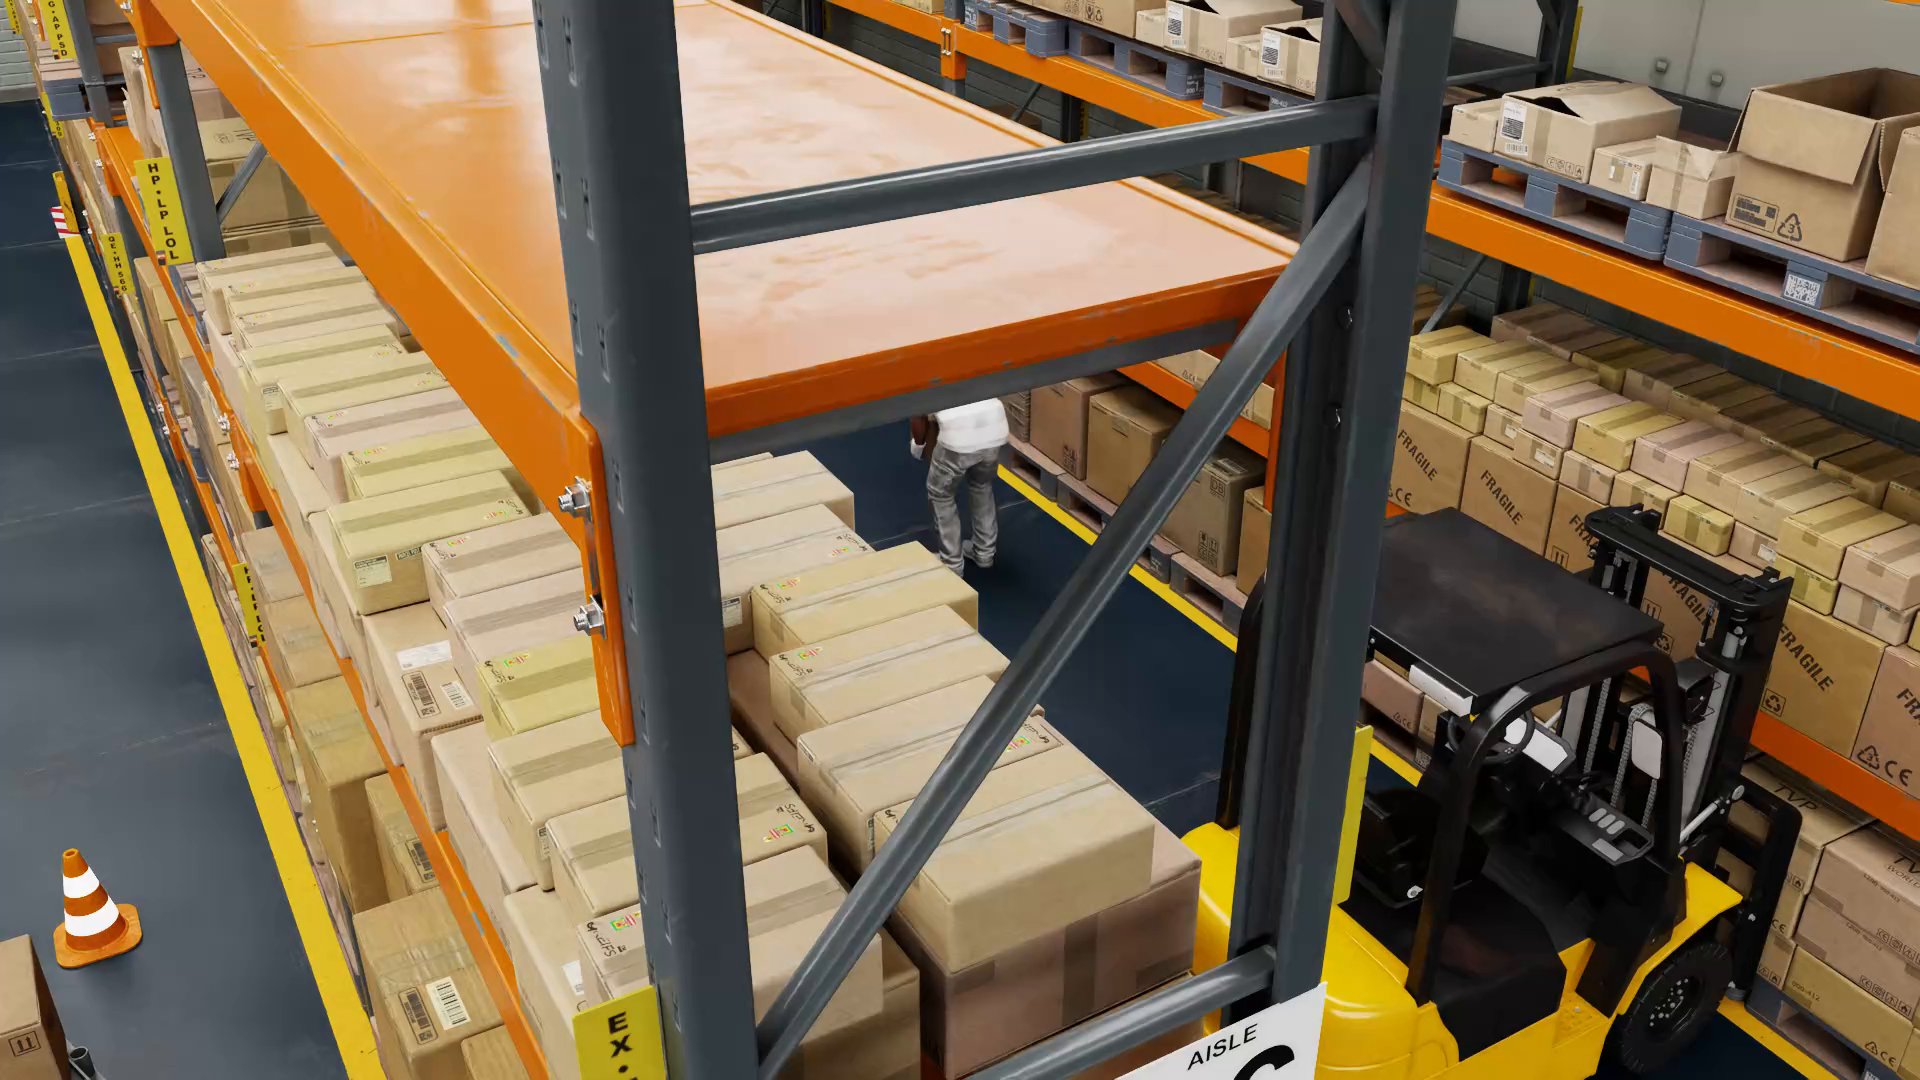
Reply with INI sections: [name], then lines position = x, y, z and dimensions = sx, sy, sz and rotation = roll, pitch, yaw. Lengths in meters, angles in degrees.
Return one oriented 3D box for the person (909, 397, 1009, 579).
[person]
position = -0.055, -0.594, 9.832
dimensions = 0.481, 1.585, 0.786
rotation = -17, 33, -27
